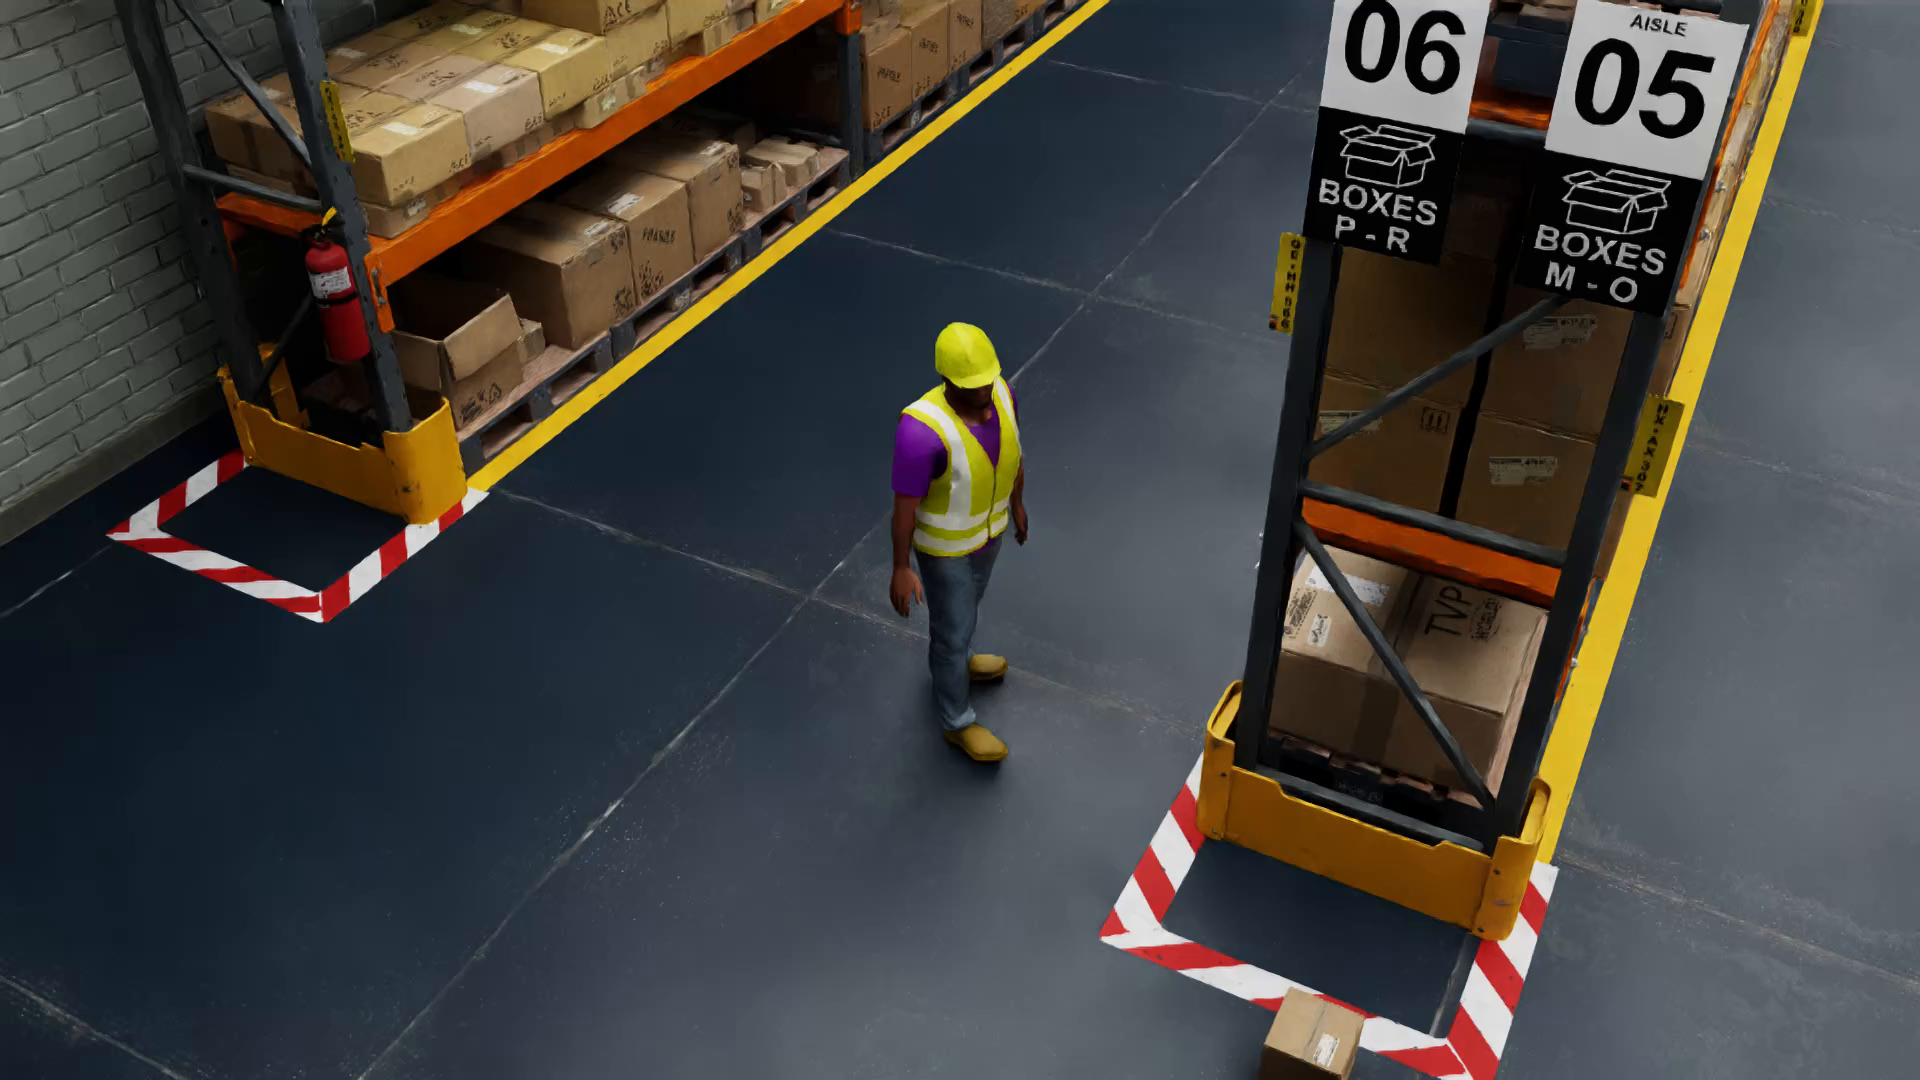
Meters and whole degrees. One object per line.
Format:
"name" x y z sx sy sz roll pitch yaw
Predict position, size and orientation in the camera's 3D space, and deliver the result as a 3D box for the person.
"person" 0.026 0.006 6.085 0.580 1.763 0.700 26 45 30
